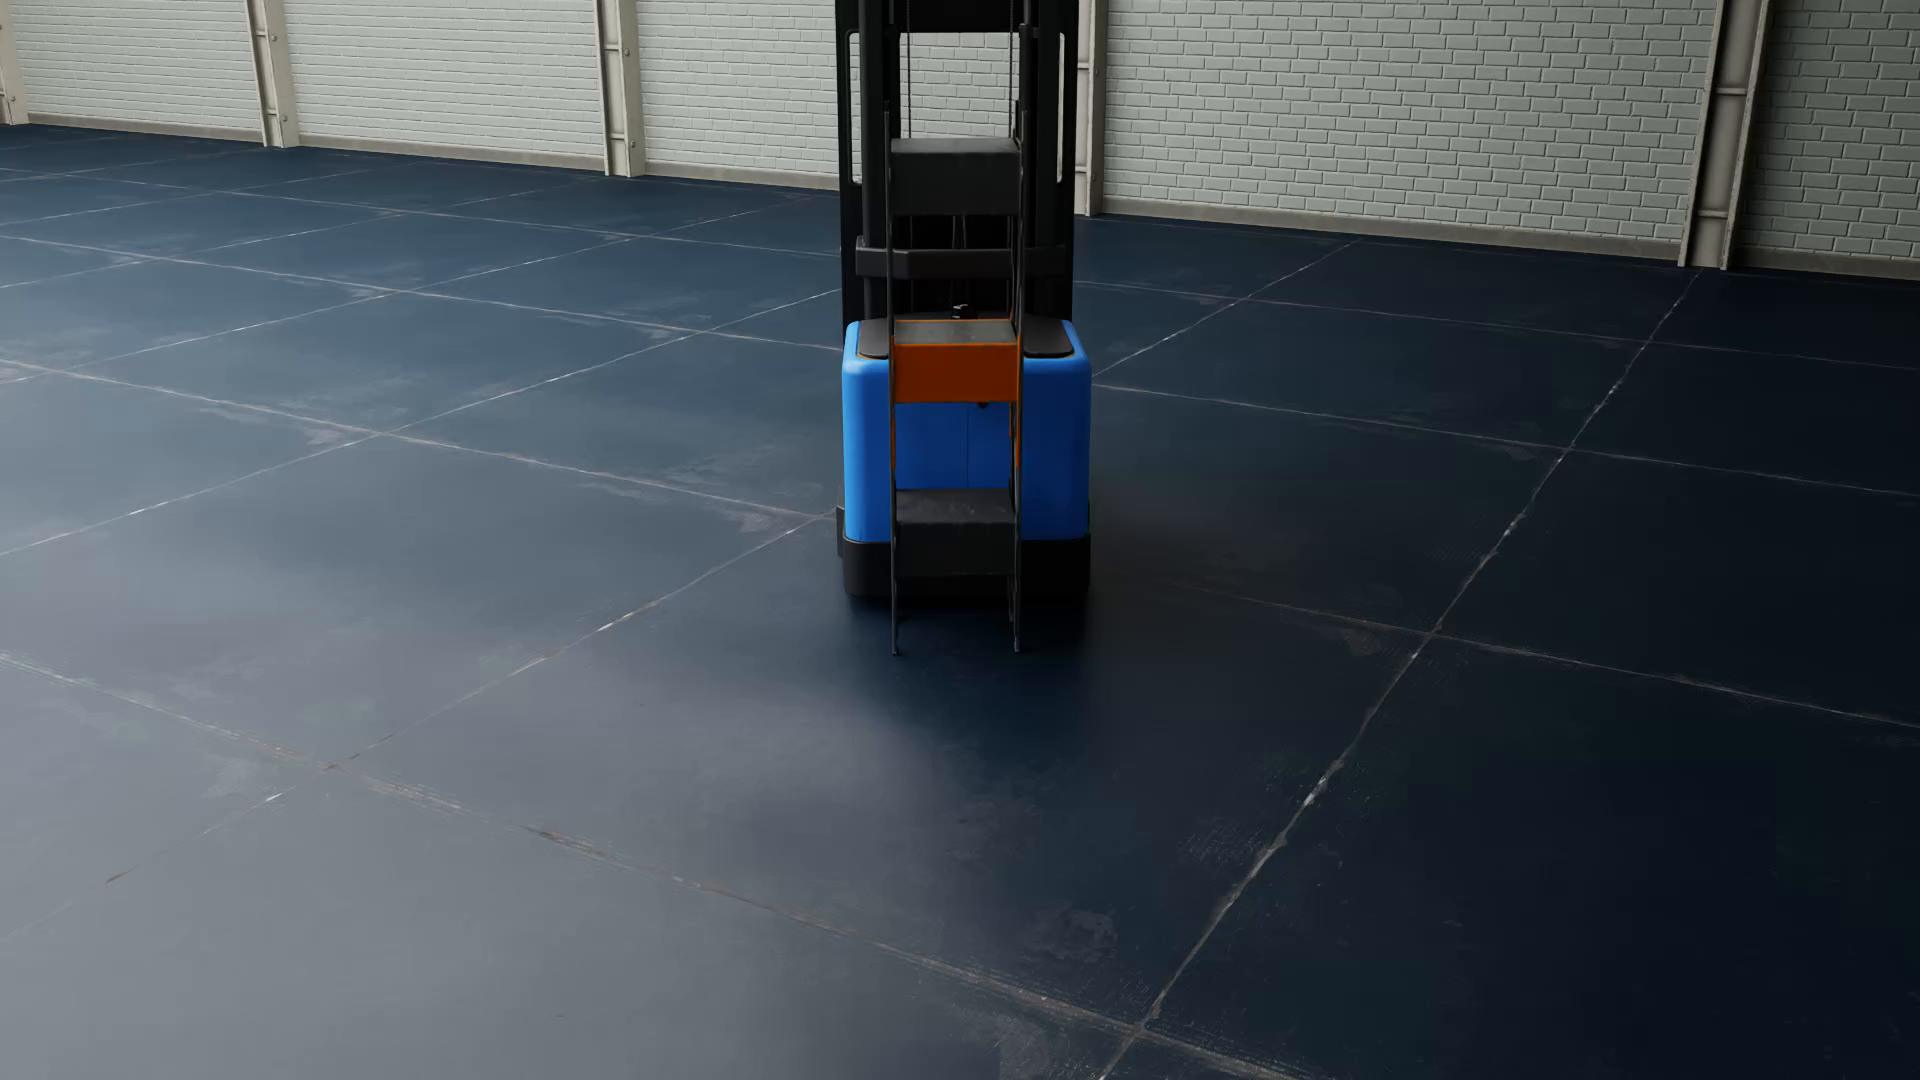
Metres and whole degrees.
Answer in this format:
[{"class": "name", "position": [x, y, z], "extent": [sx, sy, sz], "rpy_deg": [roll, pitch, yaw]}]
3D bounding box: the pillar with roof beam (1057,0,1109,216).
[{"class": "pillar with roof beam", "position": [-0.868, -6.335, 12.134], "extent": [0.400, 9.000, 9.100], "rpy_deg": [11, 23, 27]}]

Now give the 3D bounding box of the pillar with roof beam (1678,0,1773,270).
[{"class": "pillar with roof beam", "position": [4.370, -5.338, 9.383], "extent": [0.400, 9.000, 9.100], "rpy_deg": [11, 23, 27]}]

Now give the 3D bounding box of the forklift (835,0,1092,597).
[{"class": "forklift", "position": [-0.024, -1.593, 7.958], "extent": [1.130, 2.935, 3.031], "rpy_deg": [-1, 20, -2]}]

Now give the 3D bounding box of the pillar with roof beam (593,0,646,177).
[{"class": "pillar with roof beam", "position": [-6.106, -7.333, 14.885], "extent": [0.400, 9.000, 9.100], "rpy_deg": [11, 23, 27]}]

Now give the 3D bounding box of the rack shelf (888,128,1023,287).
[{"class": "rack shelf", "position": [-0.022, -1.241, 6.186], "extent": [0.480, 0.518, 0.431], "rpy_deg": [-1, 21, -2]}]

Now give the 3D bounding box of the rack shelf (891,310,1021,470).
[{"class": "rack shelf", "position": [-0.022, -0.586, 6.433], "extent": [0.480, 0.518, 0.431], "rpy_deg": [-1, 21, -2]}]

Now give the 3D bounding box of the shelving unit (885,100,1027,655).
[{"class": "shelving unit", "position": [-0.022, -0.598, 6.428], "extent": [0.503, 2.100, 0.431], "rpy_deg": [-1, 21, -2]}]

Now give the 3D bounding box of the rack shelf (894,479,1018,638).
[{"class": "rack shelf", "position": [-0.023, 0.070, 6.679], "extent": [0.480, 0.518, 0.431], "rpy_deg": [-1, 21, -2]}]

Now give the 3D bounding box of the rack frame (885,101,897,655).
[{"class": "rack frame", "position": [-0.266, -0.595, 6.419], "extent": [0.015, 2.100, 0.400], "rpy_deg": [-1, 21, -2]}]

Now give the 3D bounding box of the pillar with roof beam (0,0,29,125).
[{"class": "pillar with roof beam", "position": [-16.583, -9.329, 20.386], "extent": [0.400, 9.000, 9.100], "rpy_deg": [11, 23, 27]}]

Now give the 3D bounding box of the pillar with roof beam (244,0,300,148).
[{"class": "pillar with roof beam", "position": [-11.345, -8.331, 17.636], "extent": [0.400, 9.000, 9.100], "rpy_deg": [11, 23, 27]}]

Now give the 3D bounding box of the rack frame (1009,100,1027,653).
[{"class": "rack frame", "position": [0.221, -0.602, 6.437], "extent": [0.015, 2.100, 0.400], "rpy_deg": [-1, 21, -2]}]
